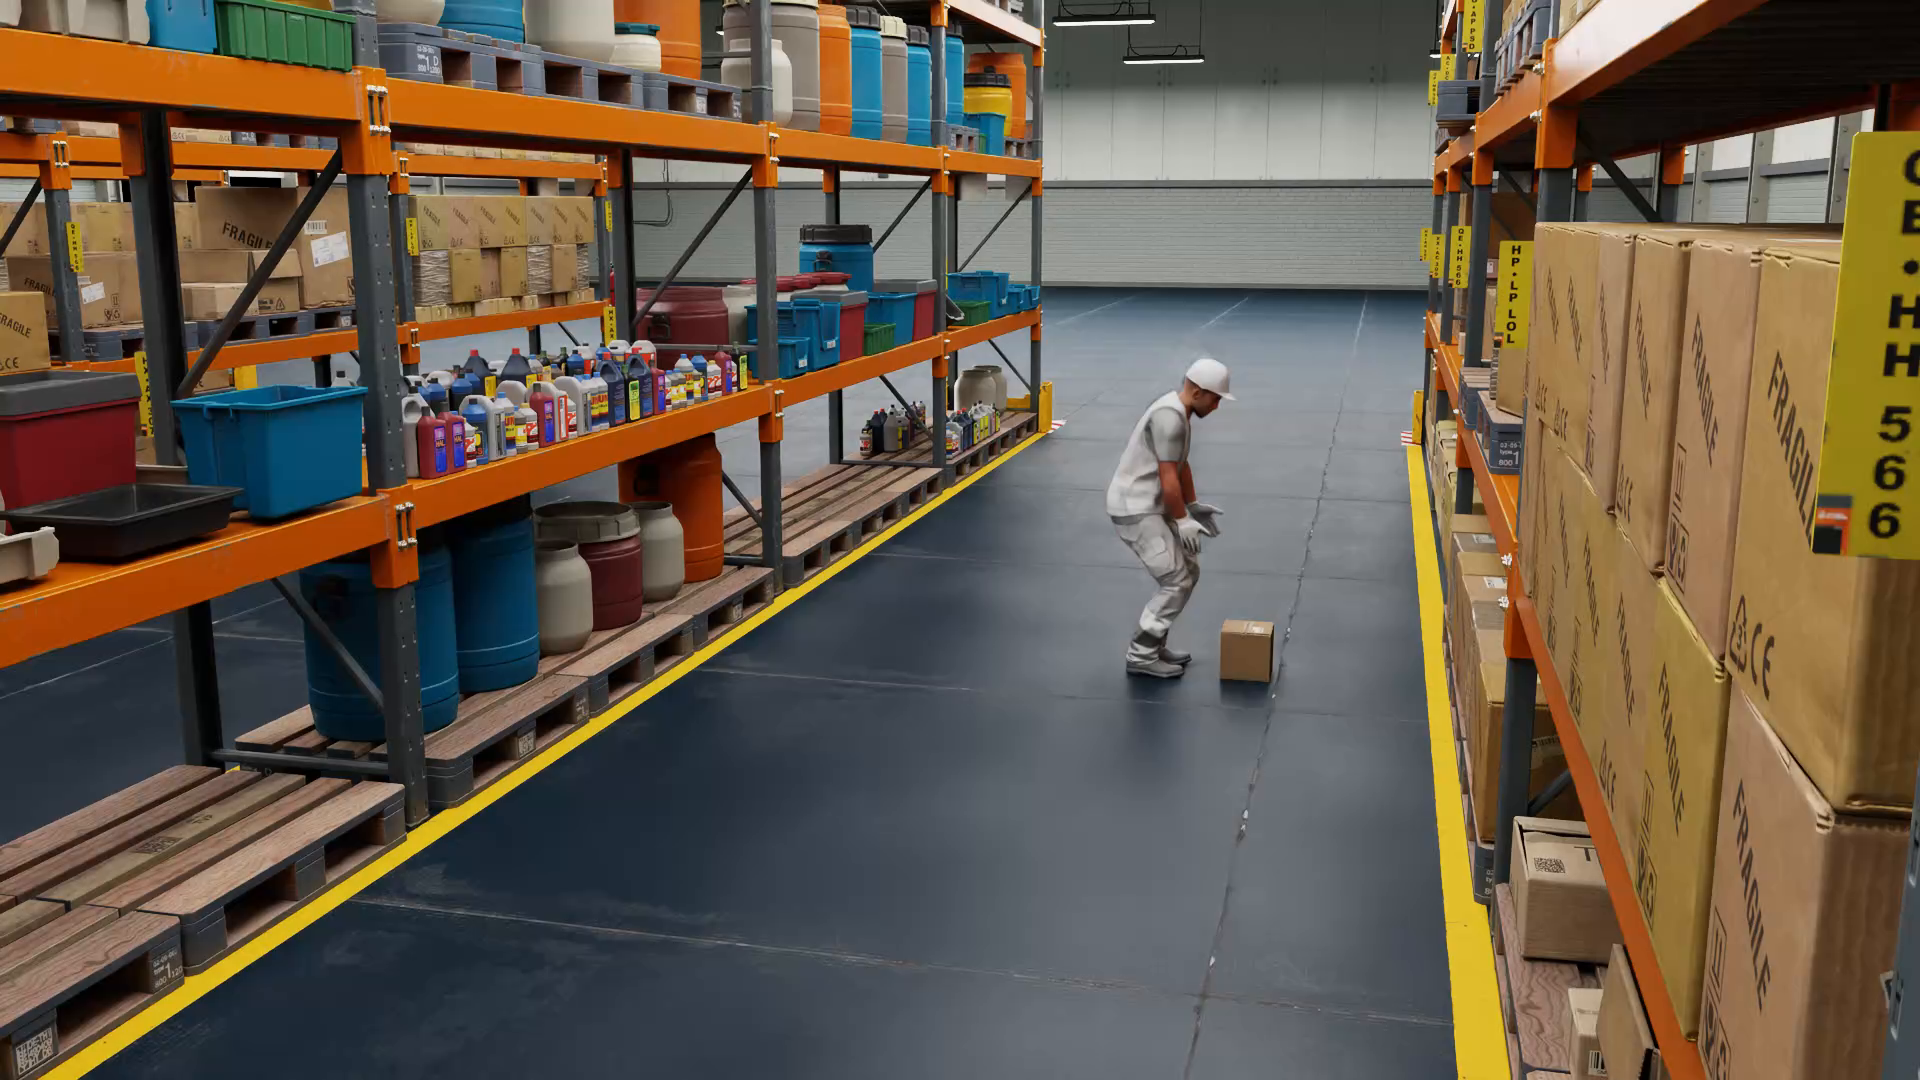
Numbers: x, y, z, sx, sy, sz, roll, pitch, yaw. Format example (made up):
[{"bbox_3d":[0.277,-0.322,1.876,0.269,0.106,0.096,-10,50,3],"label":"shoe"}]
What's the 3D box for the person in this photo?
[{"bbox_3d":[1.068,-0.125,8.480,0.625,1.604,0.572,3,12,14],"label":"person"}]
